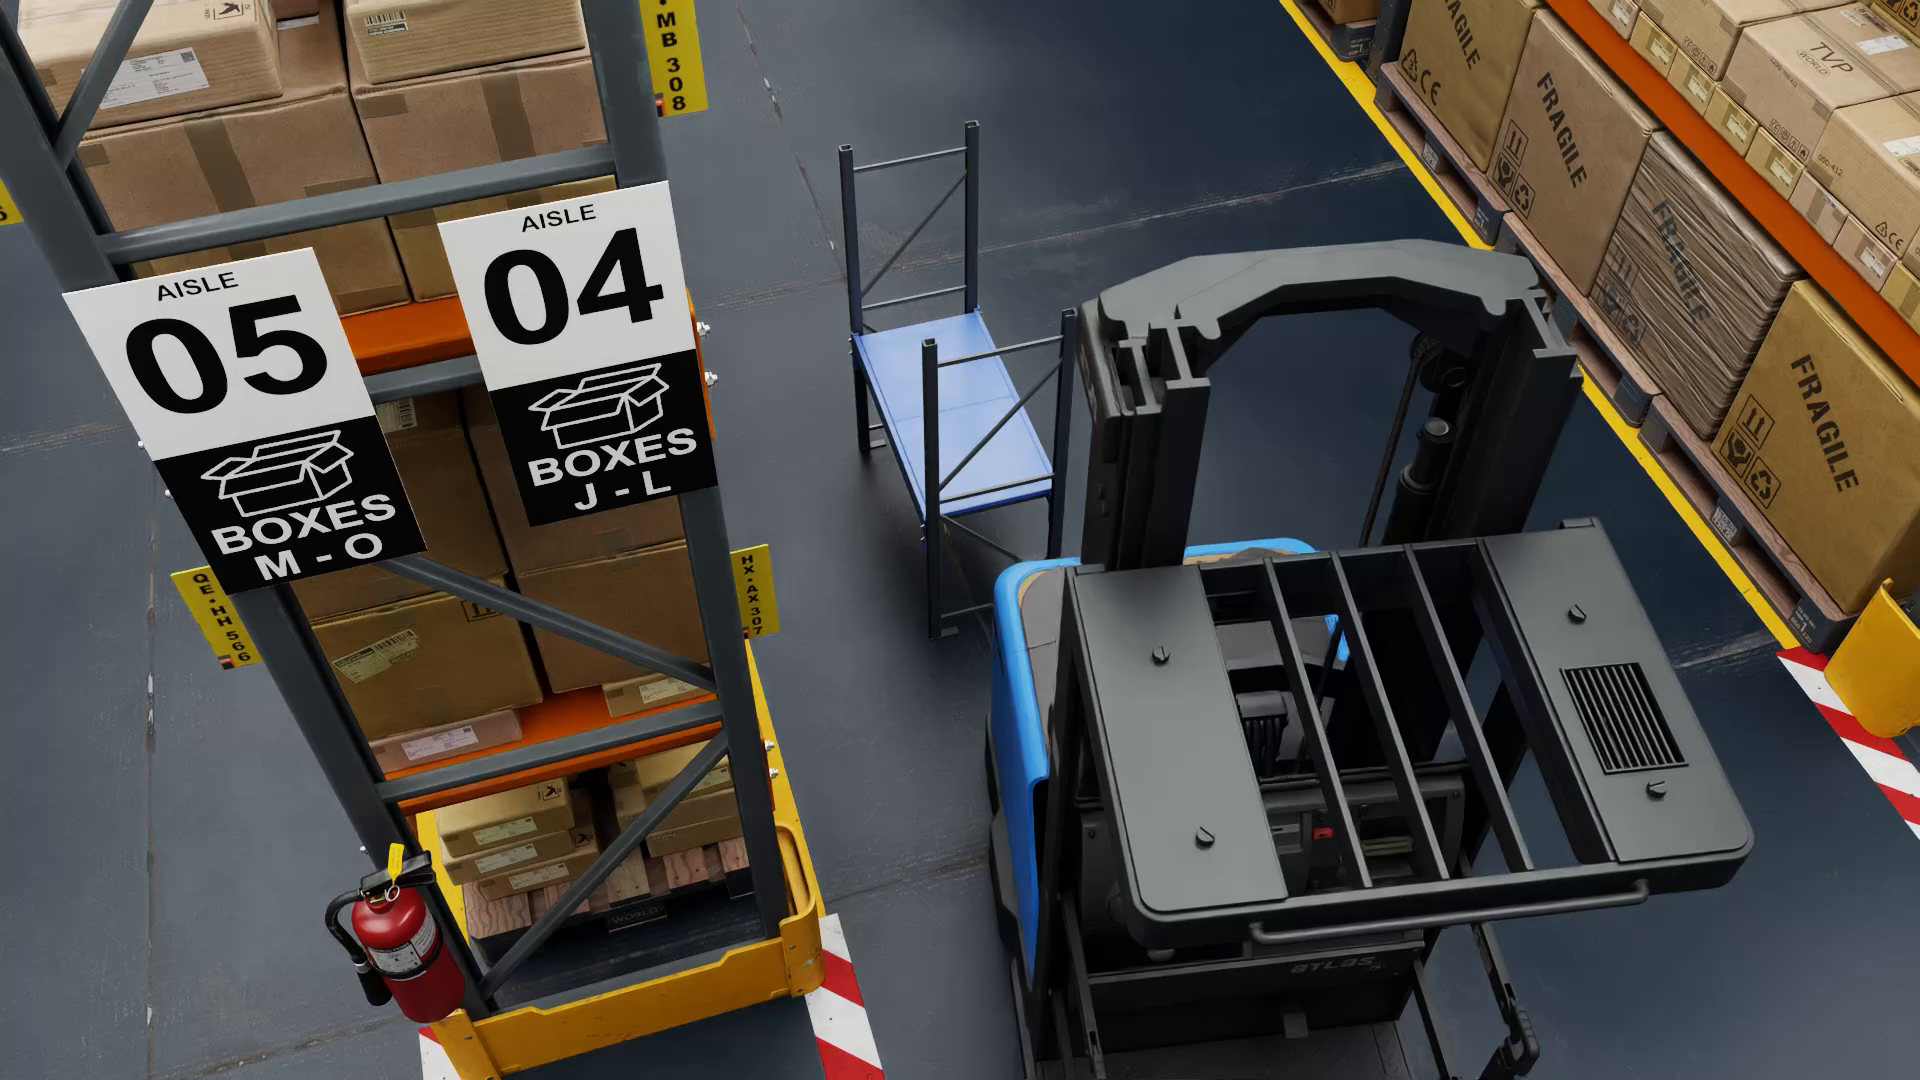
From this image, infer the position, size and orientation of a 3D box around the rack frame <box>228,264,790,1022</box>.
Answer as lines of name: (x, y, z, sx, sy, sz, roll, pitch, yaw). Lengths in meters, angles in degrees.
rack frame: (-1.004, 0.528, 4.133, 1.000, 3.000, 0.127, -13, 51, -11)

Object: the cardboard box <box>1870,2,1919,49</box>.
cardboard box: (3.575, -1.725, 5.935, 0.500, 0.250, 0.500, -15, 51, -12)

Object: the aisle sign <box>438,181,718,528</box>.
aisle sign: (-0.695, -0.325, 3.151, 0.394, 0.787, 0.004, -13, 51, -11)

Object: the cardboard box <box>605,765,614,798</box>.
cardboard box: (-1.008, 0.684, 5.591, 0.380, 0.149, 0.250, -13, 51, -11)

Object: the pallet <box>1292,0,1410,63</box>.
pallet: (2.281, -3.089, 9.006, 1.003, 0.211, 1.213, -13, 51, -11)

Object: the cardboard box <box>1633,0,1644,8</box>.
cardboard box: (2.771, -2.345, 6.458, 0.500, 0.250, 0.500, -12, 51, -10)

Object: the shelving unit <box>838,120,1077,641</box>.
shelving unit: (-0.025, -0.546, 6.019, 0.538, 1.500, 1.048, -13, 51, -11)

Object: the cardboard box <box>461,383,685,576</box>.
cardboard box: (-0.883, -0.310, 3.926, 0.500, 0.500, 0.500, -14, 51, -11)

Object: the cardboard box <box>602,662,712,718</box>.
cardboard box: (-0.786, 0.298, 4.491, 0.380, 0.149, 0.250, -14, 51, -11)

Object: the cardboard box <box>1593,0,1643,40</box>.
cardboard box: (2.735, -2.122, 6.531, 0.380, 0.149, 0.250, -13, 51, -11)

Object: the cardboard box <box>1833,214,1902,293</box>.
cardboard box: (3.193, -0.998, 5.584, 0.380, 0.149, 0.250, -13, 51, -11)

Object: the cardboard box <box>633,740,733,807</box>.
cardboard box: (-0.834, 0.660, 5.222, 0.380, 0.149, 0.250, -15, 52, -13)

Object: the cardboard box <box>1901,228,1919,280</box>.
cardboard box: (3.368, -0.861, 5.207, 0.500, 0.250, 0.500, -14, 51, -12)

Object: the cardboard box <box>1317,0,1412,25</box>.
cardboard box: (2.373, -3.355, 8.521, 1.225, 0.875, 0.875, -13, 51, -11)

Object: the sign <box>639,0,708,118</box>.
sign: (-0.485, -0.843, 2.755, 0.100, 0.325, 0.005, -13, 51, -11)

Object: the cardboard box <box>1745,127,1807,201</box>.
cardboard box: (3.041, -1.370, 5.897, 0.380, 0.149, 0.250, -14, 51, -12)

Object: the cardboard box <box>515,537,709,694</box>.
cardboard box: (-0.872, 0.009, 4.310, 0.500, 0.500, 0.500, -11, 51, -9)

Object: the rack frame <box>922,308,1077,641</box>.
rack frame: (0.125, -0.174, 5.706, 0.500, 1.500, 0.032, -13, 51, -11)

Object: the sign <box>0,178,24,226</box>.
sign: (-1.540, -0.613, 2.554, 0.100, 0.325, 0.005, -13, 51, -11)

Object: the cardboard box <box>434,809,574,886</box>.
cardboard box: (-1.432, 0.895, 5.219, 0.380, 0.149, 0.250, -15, 51, -12)

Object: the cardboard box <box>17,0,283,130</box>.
cardboard box: (-1.383, -0.857, 2.848, 0.380, 0.149, 0.250, -14, 51, -11)

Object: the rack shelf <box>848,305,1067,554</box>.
rack shelf: (-0.025, -0.430, 6.156, 0.538, 0.185, 1.000, -13, 51, -11)

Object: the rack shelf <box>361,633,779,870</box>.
rack shelf: (-1.595, -0.701, 5.639, 1.077, 0.370, 4.000, -13, 51, -11)

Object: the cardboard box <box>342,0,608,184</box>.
cardboard box: (-0.888, -0.938, 3.178, 0.500, 0.250, 0.500, -13, 51, -10)

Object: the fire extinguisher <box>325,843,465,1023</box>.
fire extinguisher: (-1.370, 0.961, 4.062, 0.296, 0.674, 0.183, -13, 51, -11)

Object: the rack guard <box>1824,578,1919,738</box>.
rack guard: (3.772, 0.303, 5.957, 1.175, 0.500, 0.348, -13, 51, -11)

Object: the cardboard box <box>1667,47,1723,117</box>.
cardboard box: (2.893, -1.741, 6.210, 0.380, 0.149, 0.250, -12, 51, -10)

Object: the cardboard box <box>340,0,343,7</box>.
cardboard box: (-1.535, -1.204, 3.402, 0.500, 0.250, 0.500, -15, 51, -12)

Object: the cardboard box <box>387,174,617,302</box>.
cardboard box: (-0.892, -0.776, 3.368, 0.500, 0.250, 0.500, -12, 51, -10)

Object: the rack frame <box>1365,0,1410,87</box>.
rack frame: (2.582, -3.441, 7.479, 1.000, 3.000, 0.127, -13, 51, -11)

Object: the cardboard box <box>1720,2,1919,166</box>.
cardboard box: (3.067, -1.604, 5.833, 0.500, 0.250, 0.500, -15, 51, -12)

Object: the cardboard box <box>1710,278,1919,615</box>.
cardboard box: (3.499, -0.420, 6.047, 0.875, 0.875, 0.875, -13, 51, -11)

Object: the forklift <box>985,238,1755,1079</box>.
forklift: (0.778, 0.897, 3.867, 1.130, 2.935, 3.031, -5, 50, -4)

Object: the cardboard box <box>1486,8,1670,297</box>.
cardboard box: (2.966, -1.734, 7.155, 0.875, 0.875, 0.875, -13, 51, -11)

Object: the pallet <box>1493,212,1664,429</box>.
pallet: (3.096, -1.077, 7.309, 1.003, 0.211, 1.213, -13, 51, -11)
